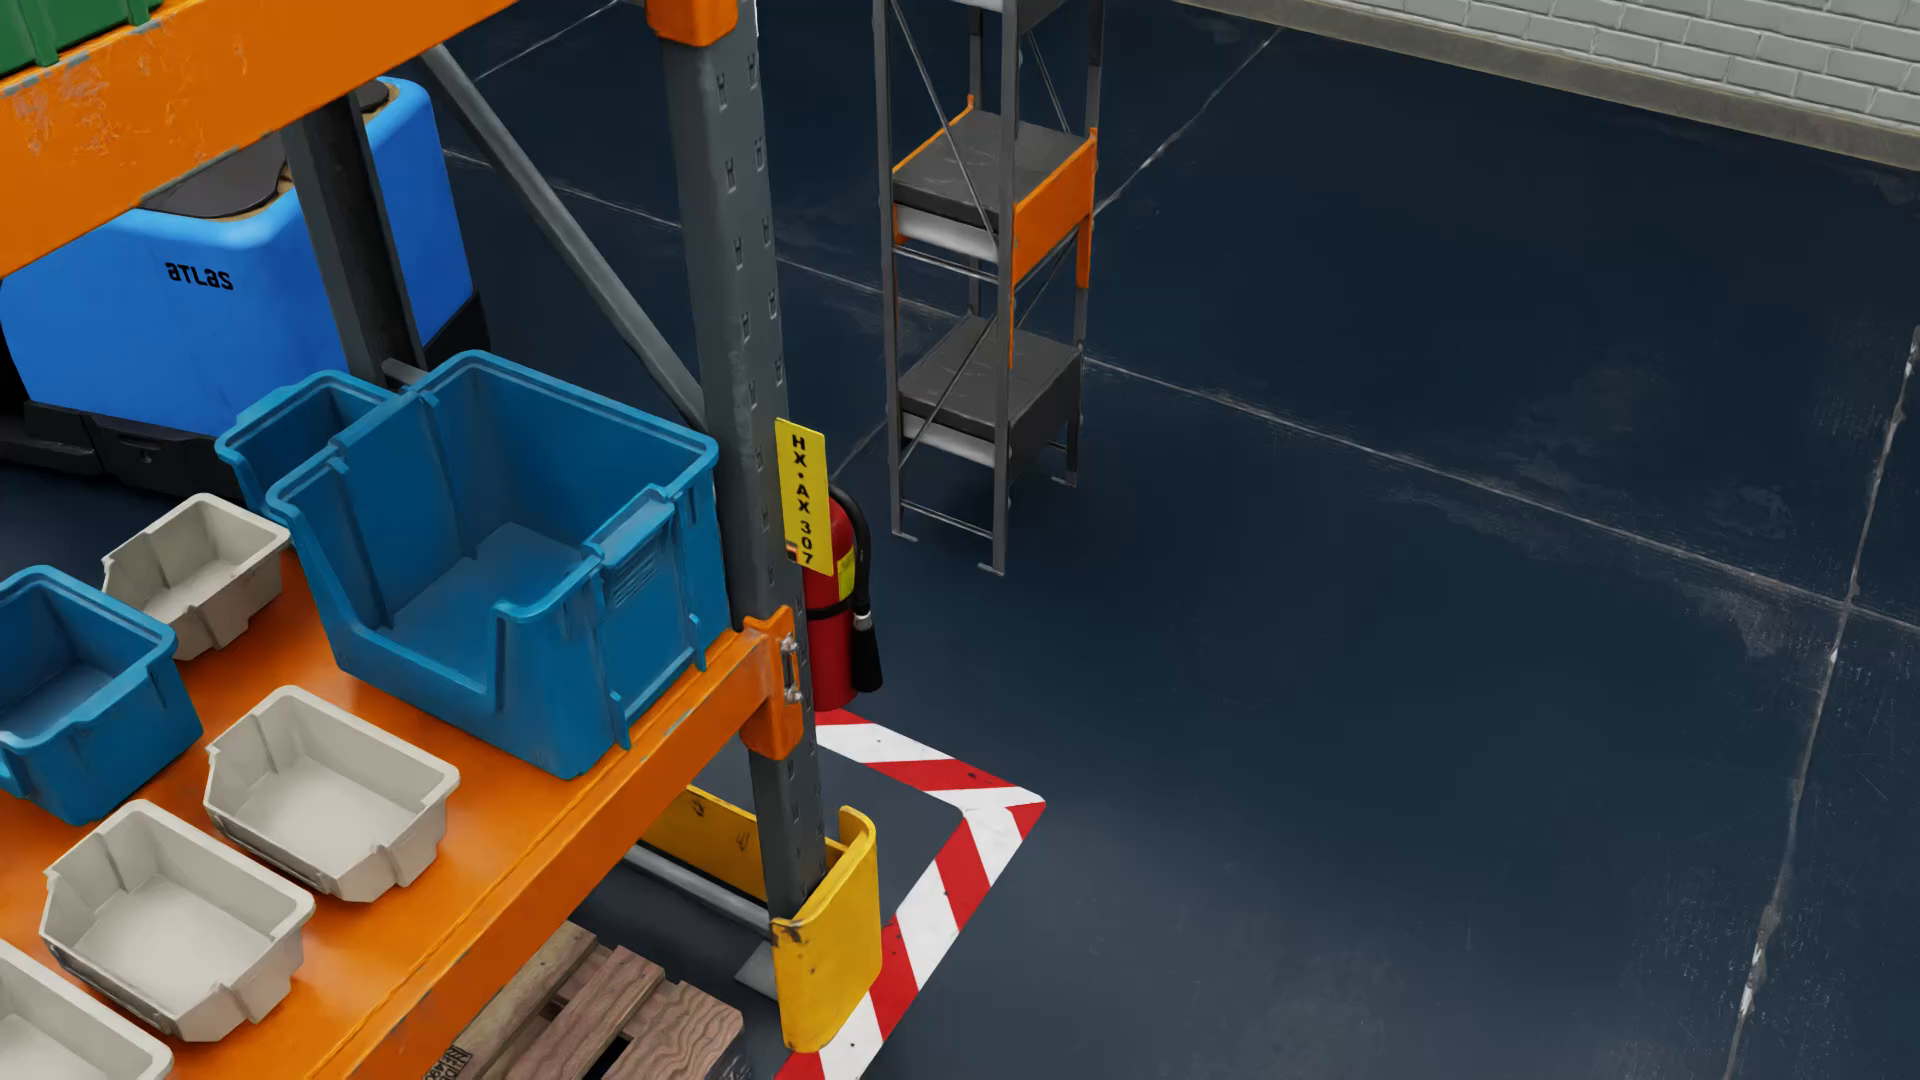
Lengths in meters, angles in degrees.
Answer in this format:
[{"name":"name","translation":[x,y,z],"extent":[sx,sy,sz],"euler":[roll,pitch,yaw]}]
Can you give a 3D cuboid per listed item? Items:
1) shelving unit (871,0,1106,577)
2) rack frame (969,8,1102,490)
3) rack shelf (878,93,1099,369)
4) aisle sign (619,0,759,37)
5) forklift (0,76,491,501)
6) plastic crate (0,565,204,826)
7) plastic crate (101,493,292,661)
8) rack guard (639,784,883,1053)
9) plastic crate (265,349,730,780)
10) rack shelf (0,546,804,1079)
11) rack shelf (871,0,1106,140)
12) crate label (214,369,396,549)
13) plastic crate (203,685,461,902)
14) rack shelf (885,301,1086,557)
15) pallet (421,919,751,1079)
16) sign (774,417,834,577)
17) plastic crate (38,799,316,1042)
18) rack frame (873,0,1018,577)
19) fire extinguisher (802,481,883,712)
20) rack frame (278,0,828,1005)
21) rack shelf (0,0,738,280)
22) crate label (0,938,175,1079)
[{"name":"shelving unit","translation":[0.083,-0.883,4.664],"extent":[0.431,2.100,0.503],"euler":[21,45,22]},{"name":"rack frame","translation":[0.205,-1.022,4.822],"extent":[0.400,2.100,0.015],"euler":[21,45,22]},{"name":"rack shelf","translation":[0.083,-0.872,4.673],"extent":[0.431,0.518,0.480],"euler":[21,45,22]},{"name":"aisle sign","translation":[-0.469,-1.103,2.266],"extent":[0.394,0.787,0.004],"euler":[21,45,22]},{"name":"forklift","translation":[-3.245,-1.717,4.981],"extent":[3.031,2.935,1.130],"euler":[11,42,12]},{"name":"plastic crate","translation":[-1.496,0.266,2.759],"extent":[0.416,0.233,0.300],"euler":[21,45,22]},{"name":"plastic crate","translation":[-1.399,0.082,3.041],"extent":[0.250,0.136,0.298],"euler":[21,45,22]},{"name":"rack guard","translation":[-0.757,0.737,4.035],"extent":[1.175,0.500,0.348],"euler":[21,45,22]},{"name":"plastic crate","translation":[-0.764,0.035,2.869],"extent":[0.616,0.435,0.499],"euler":[21,45,22]},{"name":"rack shelf","translation":[-1.759,1.231,2.126],"extent":[1.077,0.370,4.000],"euler":[21,45,22]},{"name":"rack shelf","translation":[0.083,-1.398,4.210],"extent":[0.431,0.518,0.480],"euler":[21,45,22]},{"name":"crate label","translation":[-1.167,-0.110,3.187],"extent":[0.416,0.233,0.303],"euler":[21,45,22]},{"name":"plastic crate","translation":[-1.009,0.420,2.658],"extent":[0.396,0.136,0.243],"euler":[21,45,22]},{"name":"rack shelf","translation":[0.083,-0.347,5.135],"extent":[0.431,0.518,0.480],"euler":[21,45,22]},{"name":"pallet","translation":[-1.204,1.323,3.588],"extent":[1.003,0.211,1.213],"euler":[21,45,22]},{"name":"sign","translation":[-0.274,-0.072,2.938],"extent":[0.100,0.325,0.005],"euler":[21,45,22]},{"name":"plastic crate","translation":[-1.167,0.581,2.475],"extent":[0.396,0.136,0.243],"euler":[21,45,22]},{"name":"rack frame","translation":[-0.039,-0.743,4.505],"extent":[0.400,2.100,0.015],"euler":[21,45,22]},{"name":"fire extinguisher","translation":[-0.289,0.050,3.264],"extent":[0.296,0.674,0.183],"euler":[21,45,22]},{"name":"rack frame","translation":[-0.758,-0.183,3.188],"extent":[1.000,3.000,0.127],"euler":[21,45,22]},{"name":"rack shelf","translation":[-1.759,0.106,1.135],"extent":[1.077,0.370,4.000],"euler":[21,45,22]},{"name":"crate label","translation":[-1.285,0.748,2.285],"extent":[0.396,0.136,0.243],"euler":[21,45,22]}]
